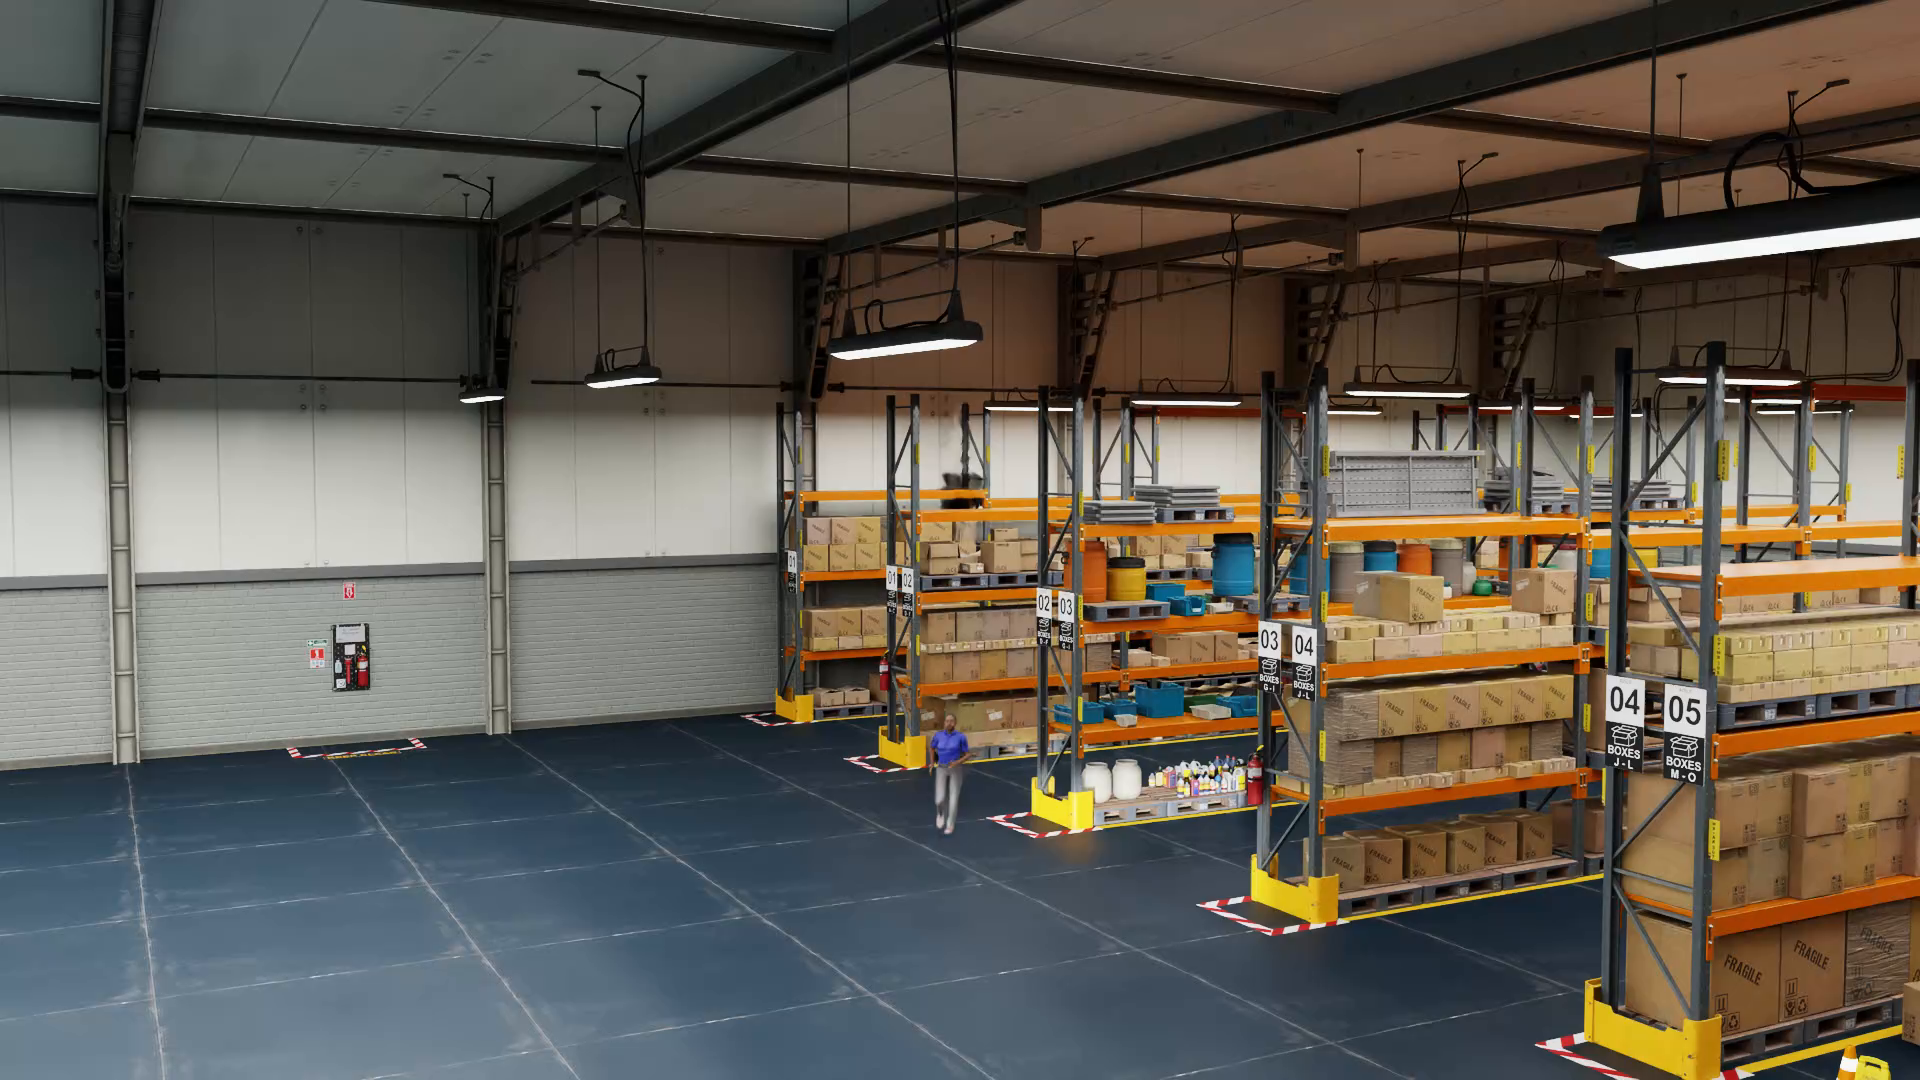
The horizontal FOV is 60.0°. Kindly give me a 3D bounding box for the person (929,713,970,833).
[{"bbox_3d":[-0.153,3.107,22.068,0.567,1.615,0.559,0,3,6],"label":"person"}]
